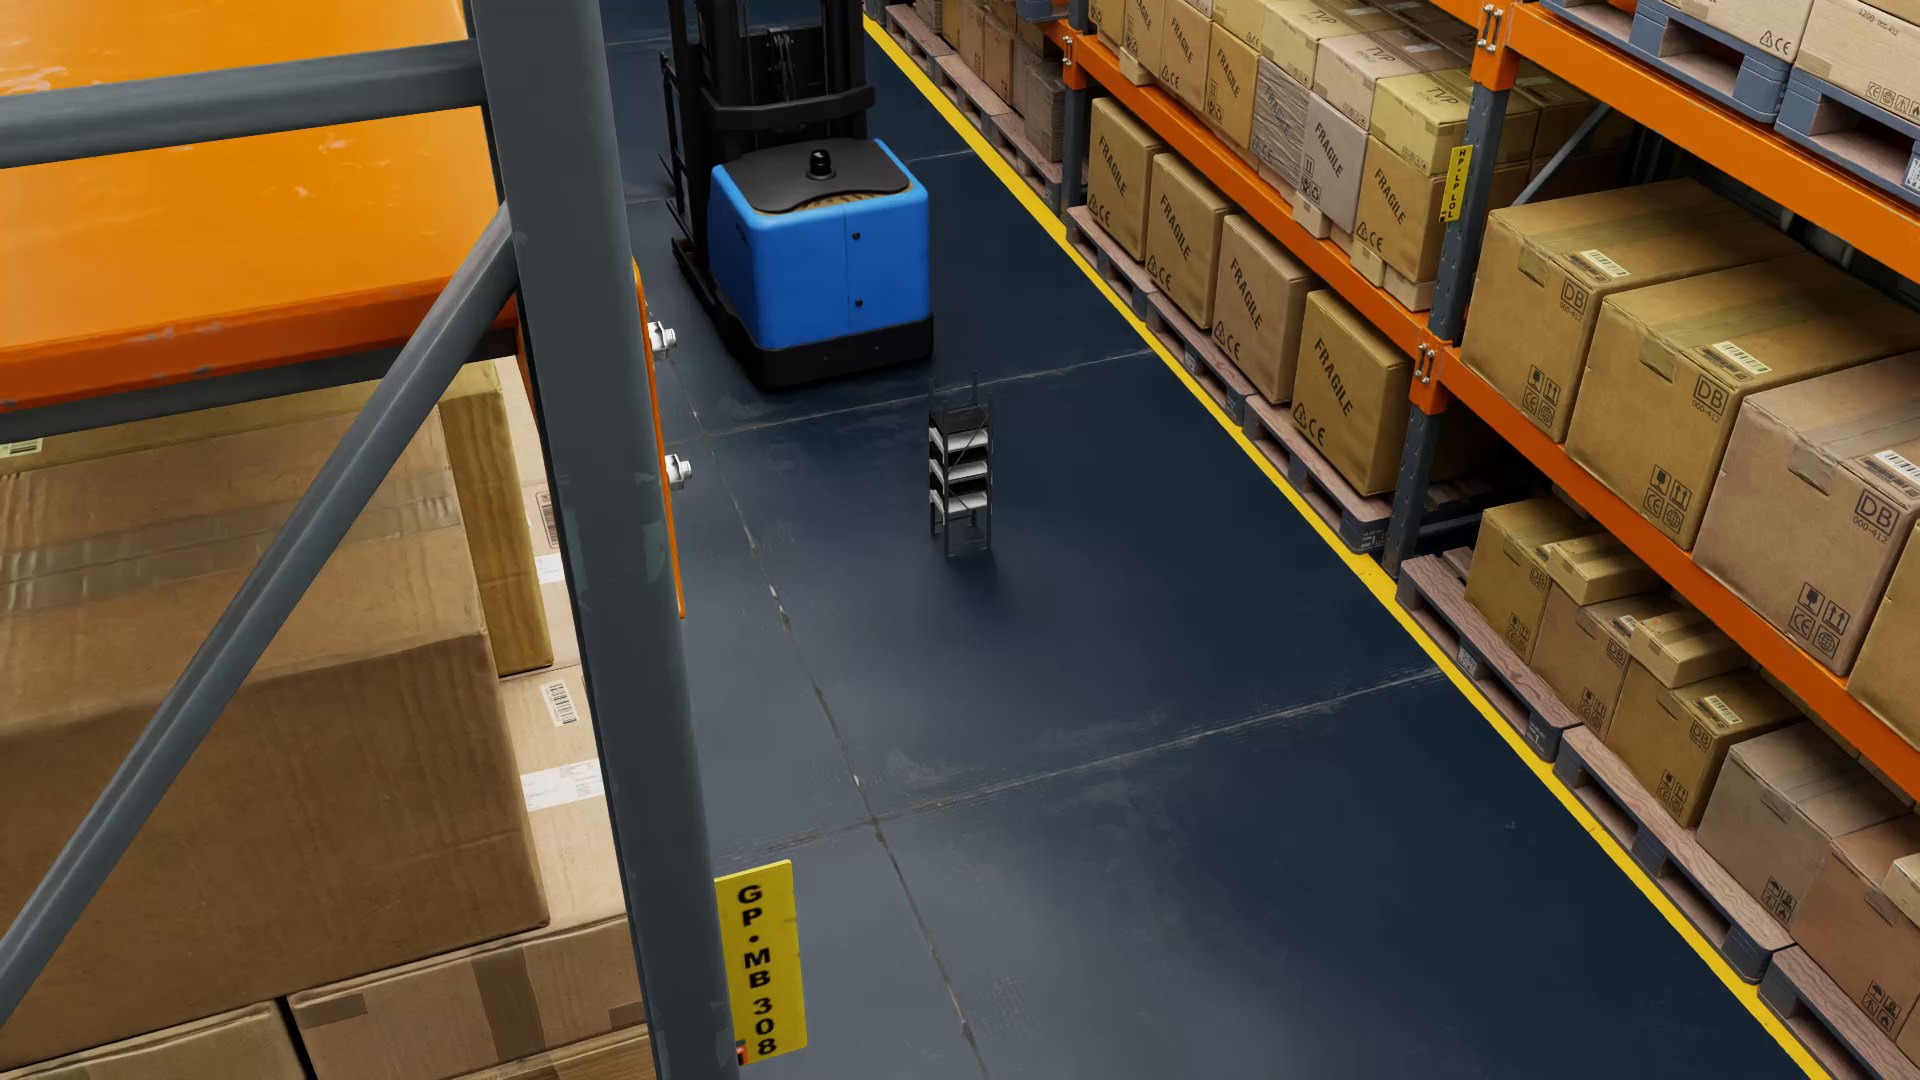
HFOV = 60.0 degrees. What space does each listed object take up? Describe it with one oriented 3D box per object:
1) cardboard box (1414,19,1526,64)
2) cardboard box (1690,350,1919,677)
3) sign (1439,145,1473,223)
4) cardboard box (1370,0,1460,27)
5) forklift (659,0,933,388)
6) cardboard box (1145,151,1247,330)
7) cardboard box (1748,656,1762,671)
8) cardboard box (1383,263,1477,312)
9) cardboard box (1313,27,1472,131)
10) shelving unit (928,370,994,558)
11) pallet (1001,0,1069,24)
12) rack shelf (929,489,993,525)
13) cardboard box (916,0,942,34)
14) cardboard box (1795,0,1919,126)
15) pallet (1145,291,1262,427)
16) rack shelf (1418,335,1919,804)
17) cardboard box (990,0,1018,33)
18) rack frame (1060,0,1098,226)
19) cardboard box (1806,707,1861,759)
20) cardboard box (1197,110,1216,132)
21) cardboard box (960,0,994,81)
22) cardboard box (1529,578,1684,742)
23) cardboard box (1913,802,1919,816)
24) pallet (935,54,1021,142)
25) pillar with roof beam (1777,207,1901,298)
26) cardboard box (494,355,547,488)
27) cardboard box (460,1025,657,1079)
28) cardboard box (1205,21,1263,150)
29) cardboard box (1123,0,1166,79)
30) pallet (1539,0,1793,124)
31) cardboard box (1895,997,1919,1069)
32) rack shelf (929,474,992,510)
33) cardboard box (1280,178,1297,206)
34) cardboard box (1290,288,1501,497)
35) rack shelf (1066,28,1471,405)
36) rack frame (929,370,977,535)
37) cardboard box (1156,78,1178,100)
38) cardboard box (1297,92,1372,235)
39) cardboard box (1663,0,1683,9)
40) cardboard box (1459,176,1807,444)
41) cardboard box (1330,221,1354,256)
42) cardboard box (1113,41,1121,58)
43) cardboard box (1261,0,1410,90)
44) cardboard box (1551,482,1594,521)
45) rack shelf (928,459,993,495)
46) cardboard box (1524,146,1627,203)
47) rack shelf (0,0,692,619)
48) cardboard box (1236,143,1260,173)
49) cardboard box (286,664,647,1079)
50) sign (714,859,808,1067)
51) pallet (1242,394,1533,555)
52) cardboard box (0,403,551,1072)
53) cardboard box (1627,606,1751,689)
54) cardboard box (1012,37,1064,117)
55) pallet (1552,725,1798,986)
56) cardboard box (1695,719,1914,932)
[{"bbox_3d":[2.433,-2.214,7.726,0.500,0.250,0.500,-12,39,-15],"label":"cardboard box"},{"bbox_3d":[3.210,-0.127,5.677,0.980,0.700,0.700,-14,39,-18],"label":"cardboard box"},{"bbox_3d":[2.027,-1.453,6.789,0.100,0.325,0.005,-12,39,-16],"label":"sign"},{"bbox_3d":[2.256,-2.496,8.101,0.500,0.250,0.500,-14,39,-17],"label":"cardboard box"},{"bbox_3d":[-1.181,-2.903,9.668,1.130,2.935,3.031,-14,39,-18],"label":"forklift"},{"bbox_3d":[1.582,-1.770,9.544,0.750,0.750,0.750,-13,39,-16],"label":"cardboard box"},{"bbox_3d":[3.192,0.341,6.493,0.380,0.149,0.250,-12,39,-15],"label":"cardboard box"},{"bbox_3d":[2.151,-1.180,7.515,0.380,0.149,0.250,-12,39,-16],"label":"cardboard box"},{"bbox_3d":[1.966,-2.108,7.585,0.500,0.250,0.500,-12,39,-15],"label":"cardboard box"},{"bbox_3d":[0.003,-0.355,7.973,0.258,0.900,0.210,-12,39,-16],"label":"shelving unit"},{"bbox_3d":[0.812,-3.703,10.833,1.213,0.211,1.003,-12,39,-16],"label":"pallet"},{"bbox_3d":[0.003,-0.184,8.102,0.258,0.077,0.200,-12,39,-16],"label":"rack shelf"},{"bbox_3d":[0.049,-4.424,13.342,0.700,0.500,0.500,-11,38,-14],"label":"cardboard box"},{"bbox_3d":[2.869,-1.462,4.897,0.500,0.250,0.500,-13,39,-17],"label":"cardboard box"},{"bbox_3d":[1.773,-1.137,9.584,1.003,0.211,1.213,-12,39,-16],"label":"pallet"},{"bbox_3d":[3.222,0.277,5.987,1.077,0.370,4.000,-12,39,-16],"label":"rack shelf"},{"bbox_3d":[0.541,-3.897,12.019,0.500,0.250,0.500,-13,39,-16],"label":"cardboard box"},{"bbox_3d":[1.157,-3.399,10.270,1.000,3.000,0.127,-12,39,-16],"label":"rack frame"},{"bbox_3d":[3.368,0.630,6.110,0.380,0.149,0.250,-12,39,-15],"label":"cardboard box"},{"bbox_3d":[1.522,-2.352,9.072,0.380,0.149,0.250,-12,39,-15],"label":"cardboard box"},{"bbox_3d":[0.412,-3.846,12.575,0.700,0.500,0.500,-12,39,-15],"label":"cardboard box"},{"bbox_3d":[2.864,0.419,6.929,0.700,0.500,0.500,-13,39,-16],"label":"cardboard box"},{"bbox_3d":[3.545,0.918,5.727,0.380,0.149,0.250,-12,39,-16],"label":"cardboard box"},{"bbox_3d":[0.473,-3.415,12.609,1.003,0.211,1.213,-12,39,-16],"label":"pallet"},{"bbox_3d":[-0.456,-2.428,3.995,9.100,9.000,0.400,-12,39,-16],"label":"pillar with roof beam"},{"bbox_3d":[-1.016,-0.100,3.105,0.500,0.250,0.500,-12,39,-16],"label":"cardboard box"},{"bbox_3d":[-0.678,0.666,2.504,0.500,0.250,0.500,-12,39,-16],"label":"cardboard box"},{"bbox_3d":[1.611,-2.368,8.554,0.500,0.500,0.500,-11,38,-15],"label":"cardboard box"},{"bbox_3d":[1.255,-2.941,9.314,0.500,0.500,0.500,-11,38,-14],"label":"cardboard box"},{"bbox_3d":[2.805,-1.838,5.778,1.003,0.211,1.213,-12,39,-16],"label":"pallet"},{"bbox_3d":[3.575,1.576,5.393,0.700,0.500,0.500,-12,39,-16],"label":"cardboard box"},{"bbox_3d":[0.003,-0.256,8.047,0.258,0.077,0.200,-12,39,-16],"label":"rack shelf"},{"bbox_3d":[1.827,-1.762,8.288,0.380,0.149,0.250,-12,39,-16],"label":"cardboard box"},{"bbox_3d":[2.188,-0.789,8.242,0.750,0.750,0.750,-12,39,-15],"label":"cardboard box"},{"bbox_3d":[1.845,-1.982,8.987,1.077,0.370,4.000,-12,39,-16],"label":"rack shelf"},{"bbox_3d":[-0.032,-0.412,8.049,0.240,0.900,0.006,-12,39,-16],"label":"rack frame"},{"bbox_3d":[1.345,-2.645,9.460,0.380,0.149,0.250,-13,39,-16],"label":"cardboard box"},{"bbox_3d":[1.953,-1.801,7.801,0.500,0.500,0.500,-12,39,-16],"label":"cardboard box"},{"bbox_3d":[2.524,-2.041,5.666,0.500,0.250,0.500,-13,39,-16],"label":"cardboard box"},{"bbox_3d":[2.705,-0.950,6.769,0.980,0.700,0.700,-12,39,-15],"label":"cardboard box"},{"bbox_3d":[1.995,-1.473,7.905,0.380,0.149,0.250,-11,38,-15],"label":"cardboard box"},{"bbox_3d":[1.131,-2.929,9.838,0.380,0.149,0.250,-12,39,-15],"label":"cardboard box"},{"bbox_3d":[1.790,-2.396,7.968,0.500,0.250,0.500,-12,39,-15],"label":"cardboard box"},{"bbox_3d":[2.831,-0.248,7.275,0.380,0.149,0.250,-13,39,-16],"label":"cardboard box"},{"bbox_3d":[0.003,-0.328,7.993,0.258,0.077,0.200,-12,39,-16],"label":"rack shelf"},{"bbox_3d":[2.612,-1.619,7.559,0.500,0.500,0.500,-14,39,-17],"label":"cardboard box"},{"bbox_3d":[-1.428,-1.090,2.818,1.077,0.370,4.000,-12,39,-16],"label":"rack shelf"},{"bbox_3d":[1.675,-2.059,8.683,0.380,0.149,0.250,-11,38,-15],"label":"cardboard box"},{"bbox_3d":[-0.672,0.466,2.355,0.500,0.250,0.500,-12,39,-16],"label":"cardboard box"},{"bbox_3d":[-0.231,0.488,1.890,0.100,0.325,0.005,-12,39,-16],"label":"sign"},{"bbox_3d":[2.197,-0.446,8.667,1.003,0.211,1.213,-12,39,-16],"label":"pallet"},{"bbox_3d":[-0.932,0.223,2.053,0.700,0.500,0.500,-12,39,-16],"label":"cardboard box"},{"bbox_3d":[2.821,0.402,6.413,0.380,0.149,0.250,-14,39,-17],"label":"cardboard box"},{"bbox_3d":[0.792,-3.288,11.834,0.700,0.500,0.500,-13,39,-16],"label":"cardboard box"},{"bbox_3d":[3.145,1.110,6.601,1.003,0.211,1.213,-12,39,-16],"label":"pallet"},{"bbox_3d":[3.229,1.009,6.146,0.700,0.500,0.500,-14,39,-17],"label":"cardboard box"}]
